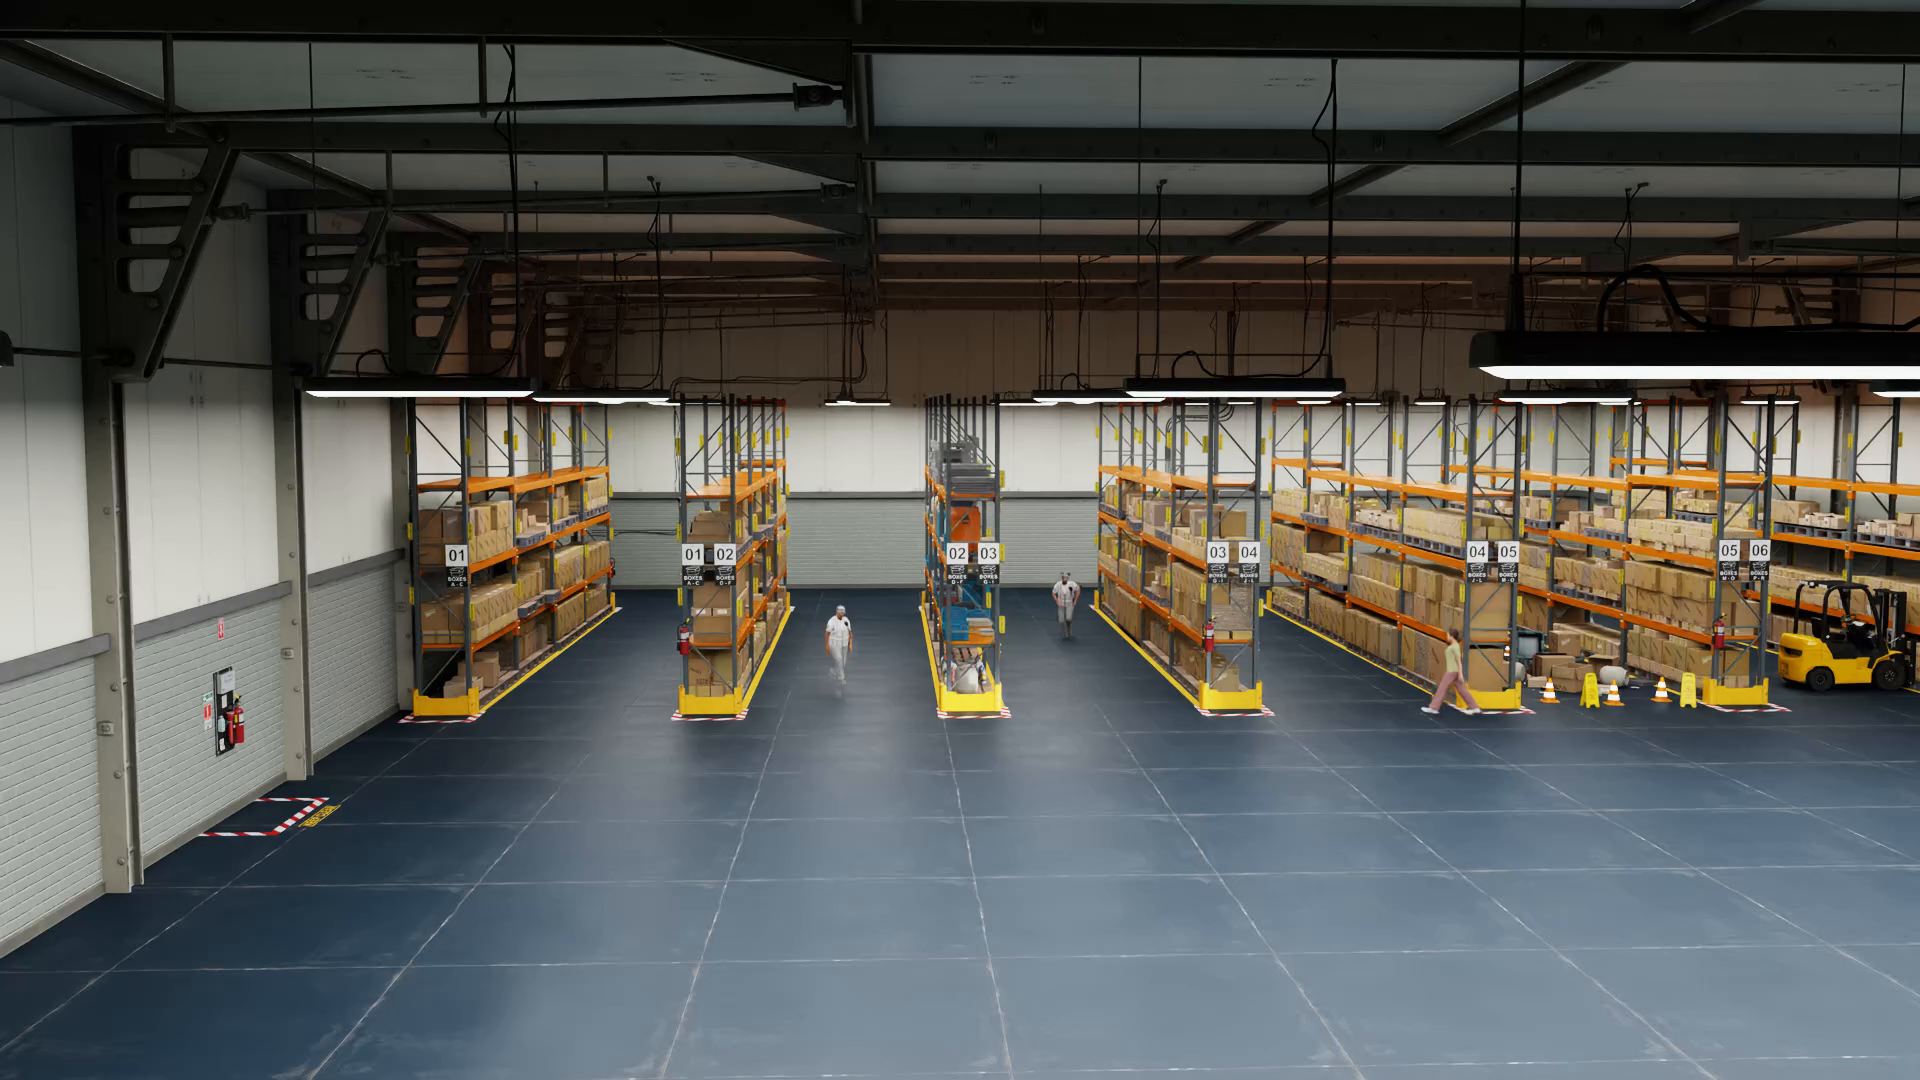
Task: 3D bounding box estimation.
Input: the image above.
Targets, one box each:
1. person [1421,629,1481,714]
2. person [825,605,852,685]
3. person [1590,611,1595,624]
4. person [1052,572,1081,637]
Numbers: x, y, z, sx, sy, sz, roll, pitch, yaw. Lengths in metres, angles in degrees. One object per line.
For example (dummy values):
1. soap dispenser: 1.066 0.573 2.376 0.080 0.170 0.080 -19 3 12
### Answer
1. person: 9.183 2.440 31.047 1.042 1.585 0.511 2 5 23
2. person: -2.402 2.070 33.318 0.511 1.527 1.064 -3 5 -35
3. person: 16.363 1.493 43.240 0.508 1.646 0.578 -2 5 -27
4. person: 2.659 1.604 41.543 0.698 1.687 0.728 1 5 9
